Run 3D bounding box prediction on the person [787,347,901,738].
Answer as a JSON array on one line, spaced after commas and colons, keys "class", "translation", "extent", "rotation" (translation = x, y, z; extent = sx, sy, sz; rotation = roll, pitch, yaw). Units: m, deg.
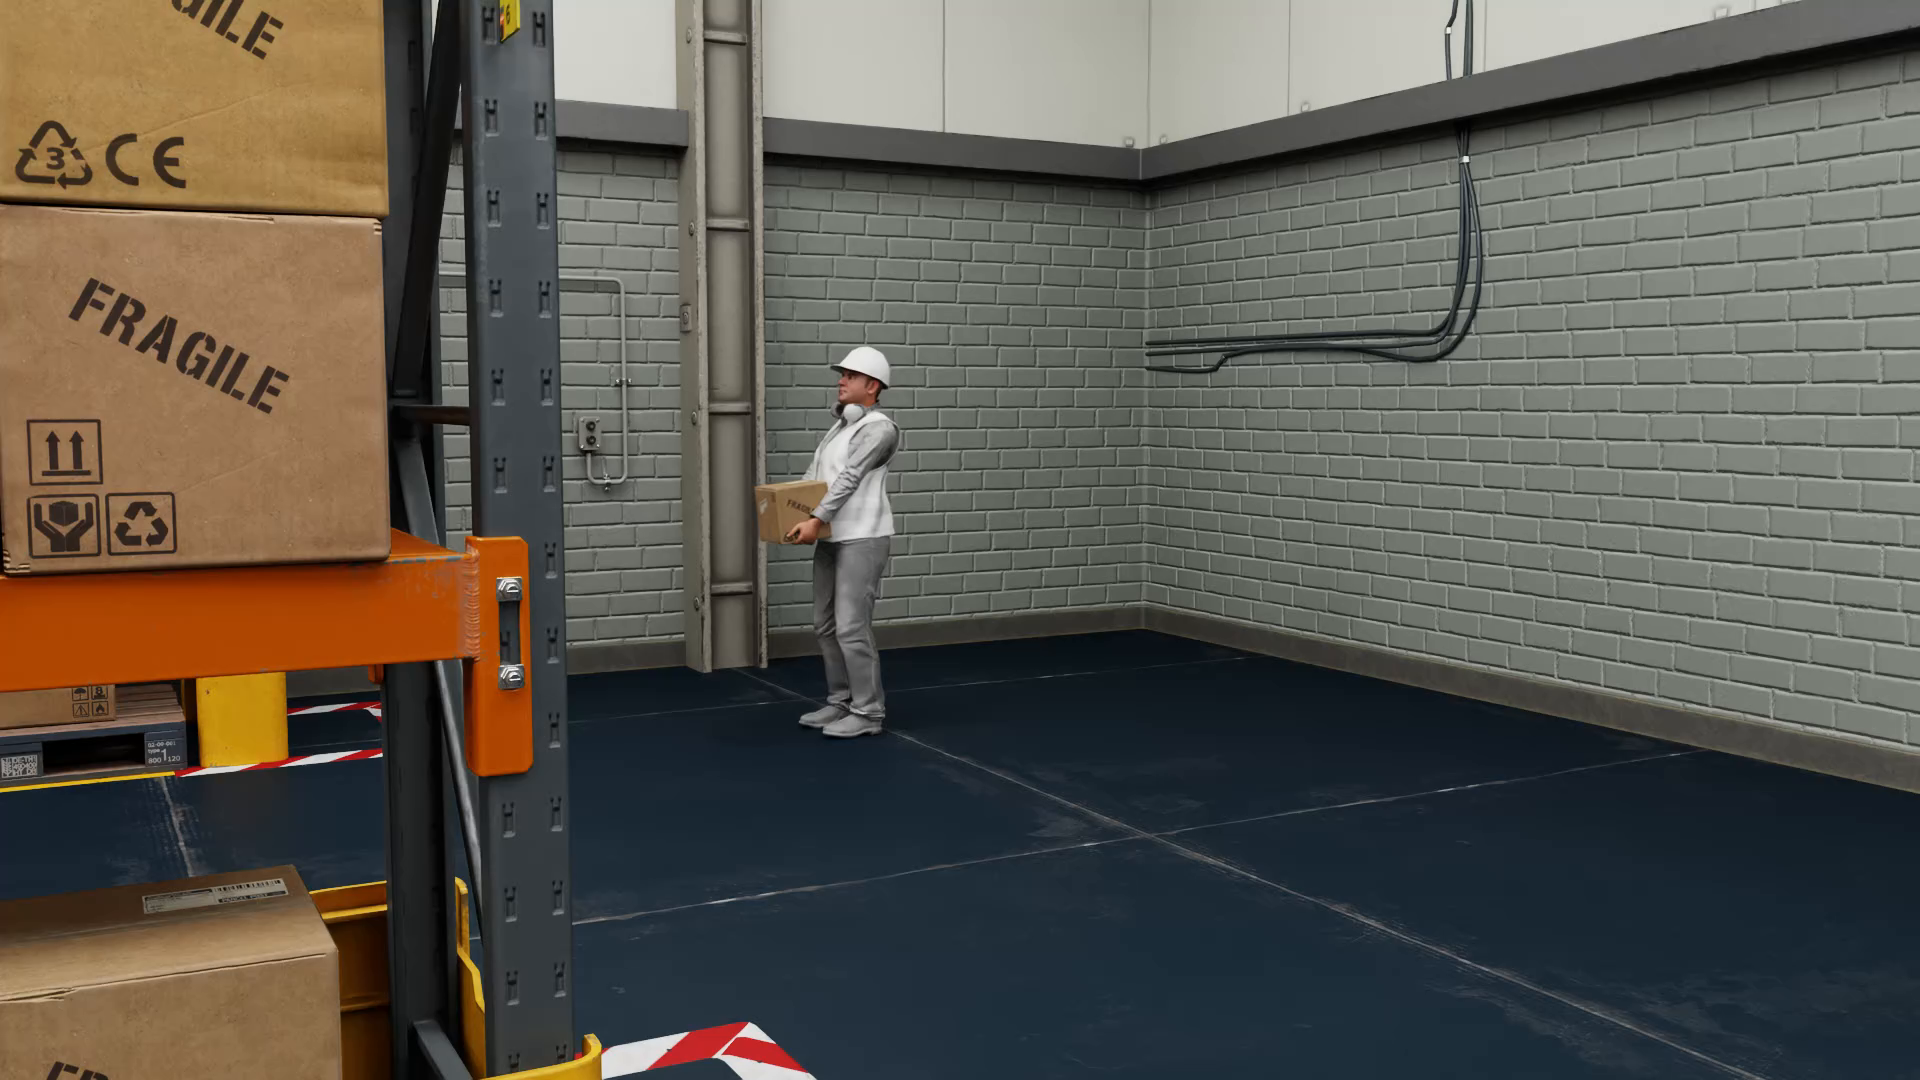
[{"class": "person", "translation": [-0.575, 0.006, 7.575], "extent": [0.556, 1.762, 0.494], "rotation": [-3, 6, -29]}]
